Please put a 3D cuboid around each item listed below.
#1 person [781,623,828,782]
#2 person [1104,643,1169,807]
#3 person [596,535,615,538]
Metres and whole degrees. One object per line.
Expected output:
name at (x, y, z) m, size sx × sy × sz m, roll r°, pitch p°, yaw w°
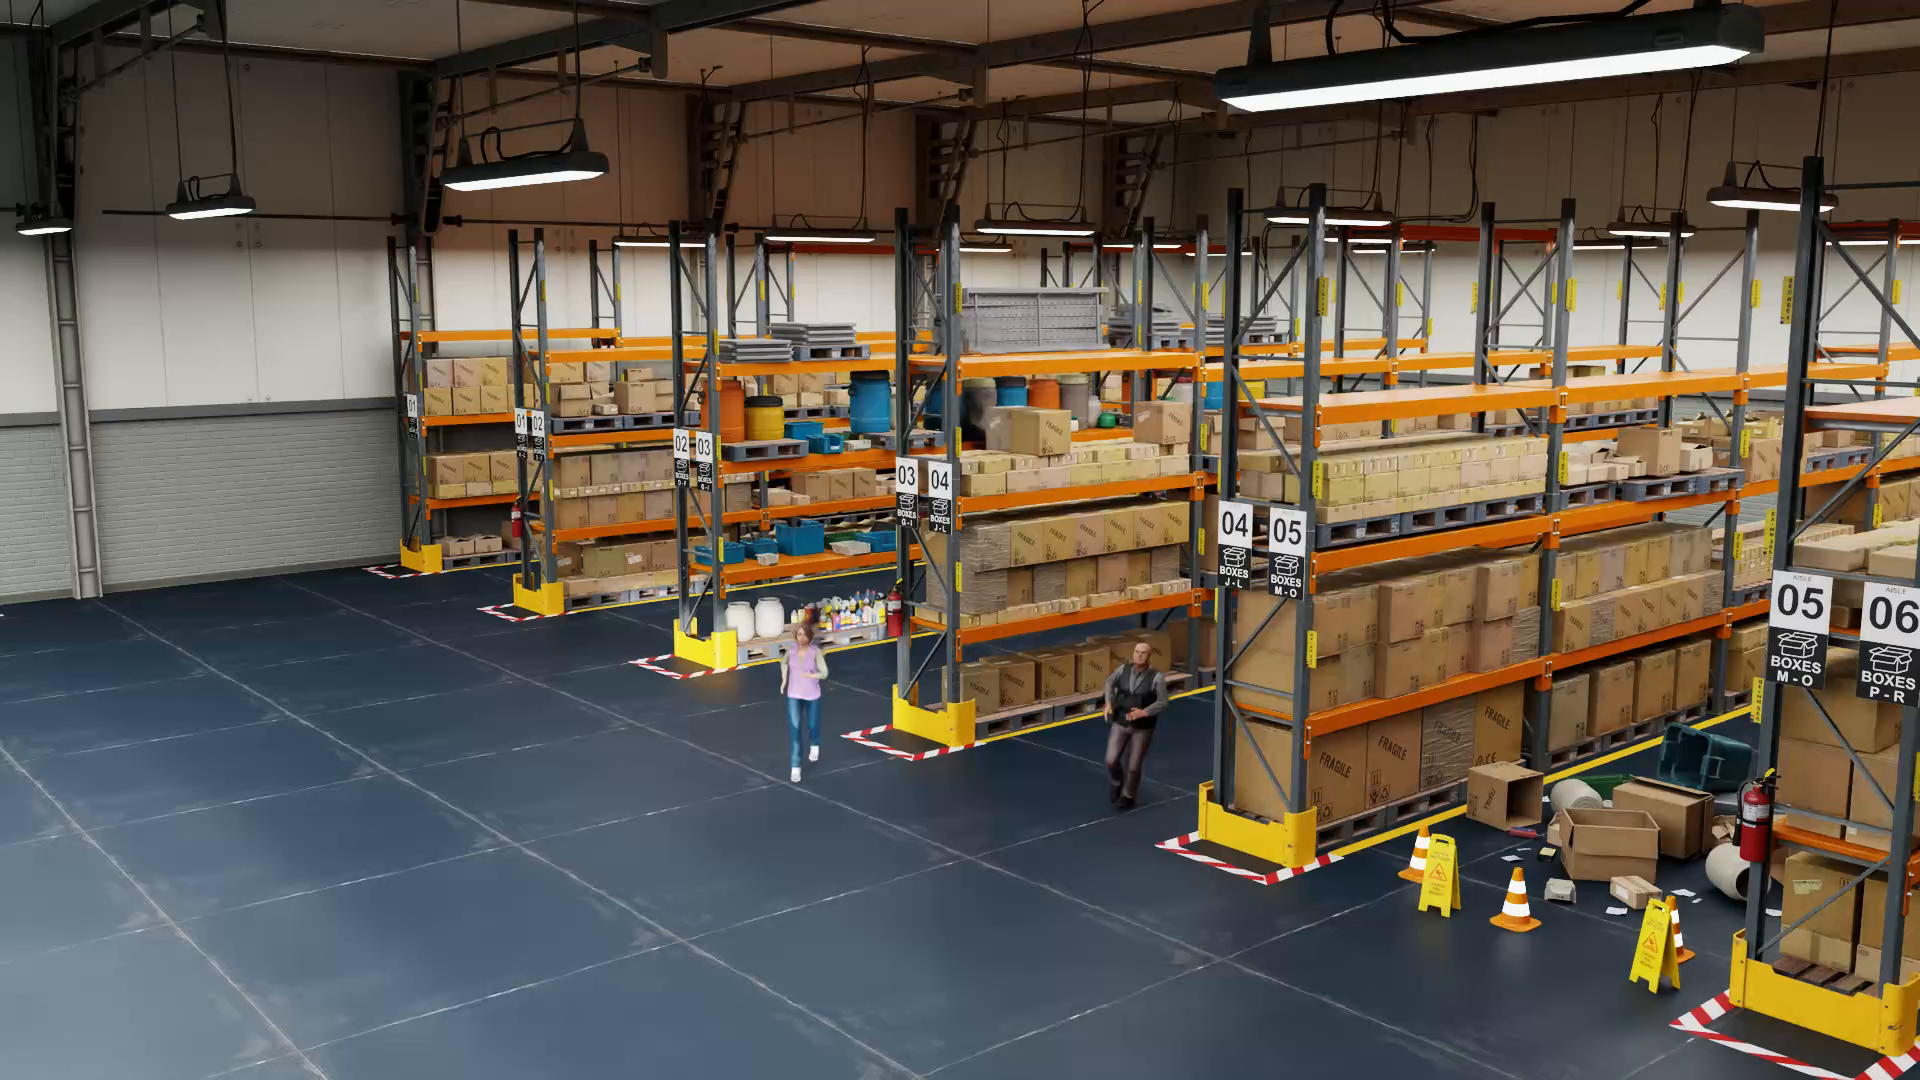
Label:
person at (-1.651, 1.666, 17.584) m, size 0.530 × 1.597 × 0.875 m, roll 0°, pitch 9°, yaw 2°
person at (1.711, 1.838, 16.368) m, size 0.685 × 1.676 × 0.556 m, roll 3°, pitch 9°, yaw 18°
person at (-6.113, -0.085, 29.109) m, size 1.069 × 1.670 × 0.547 m, roll -7°, pitch 11°, yaw -39°
